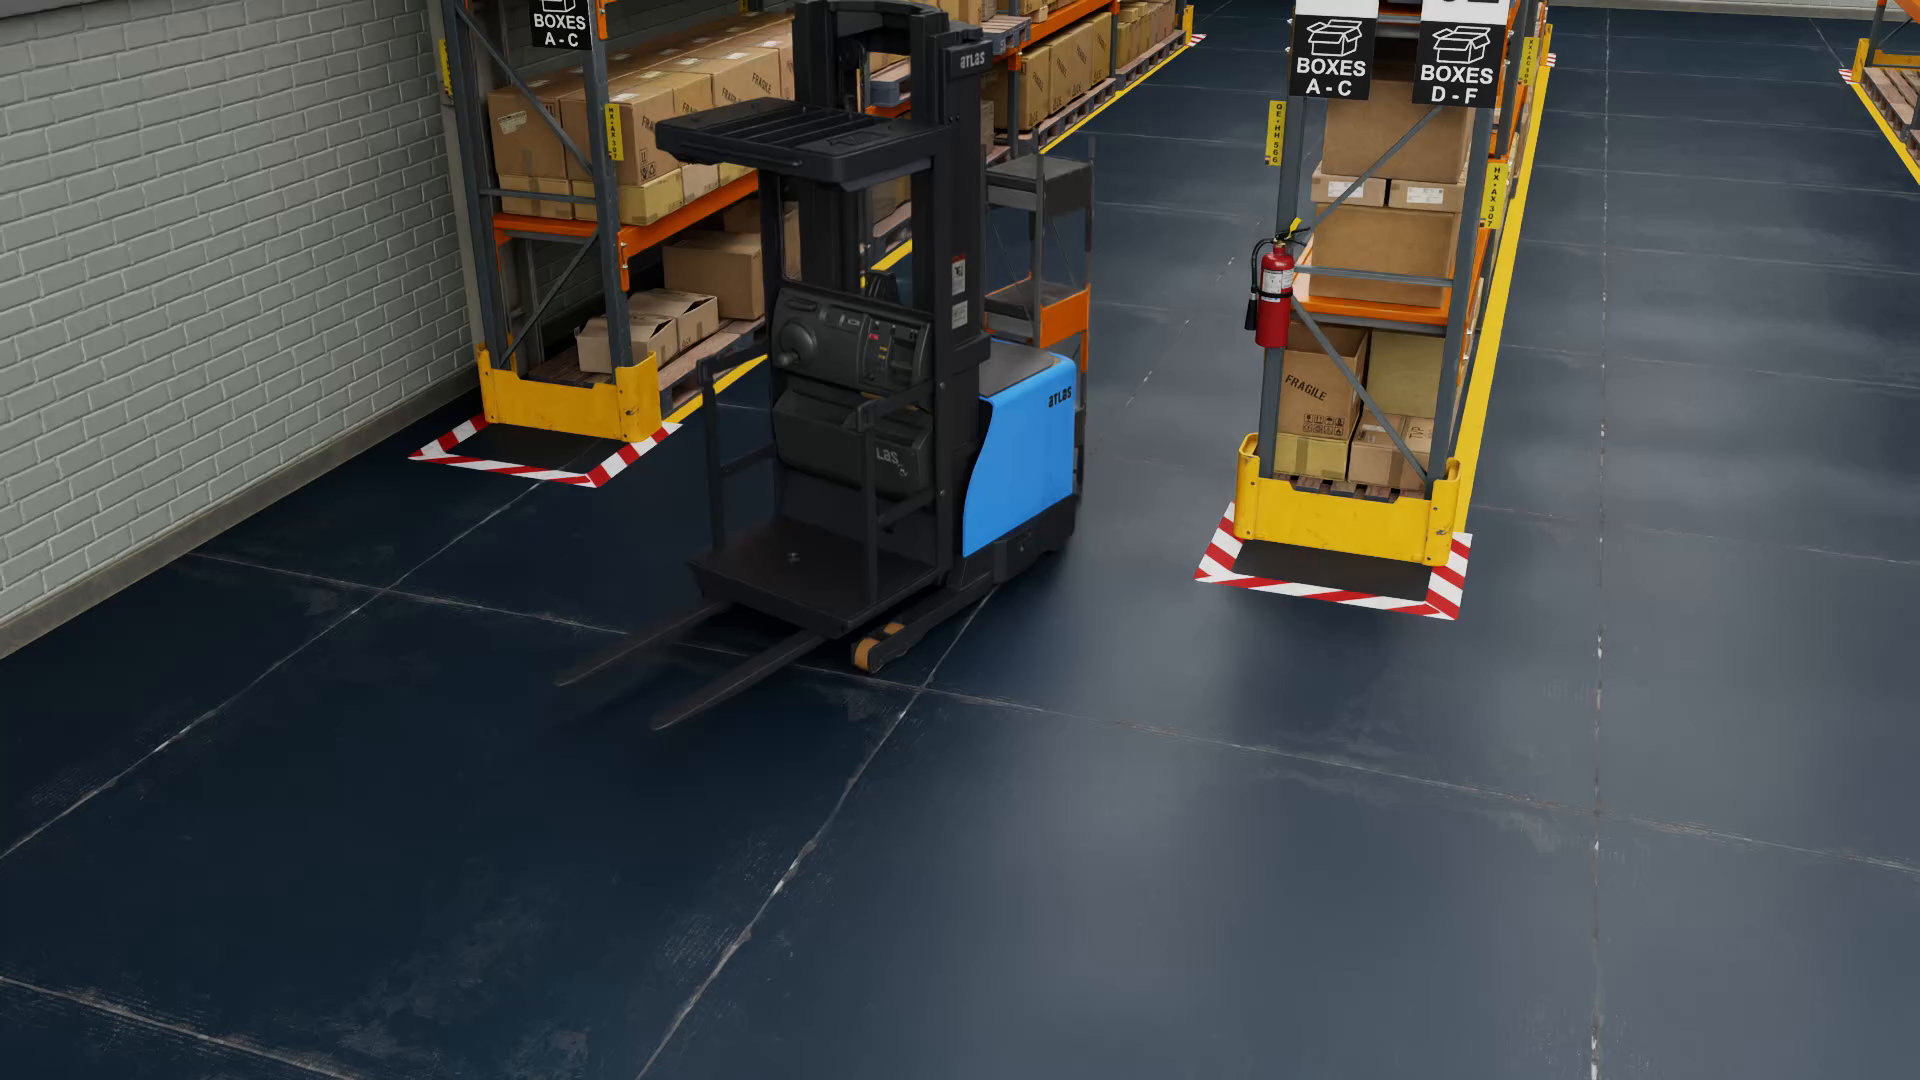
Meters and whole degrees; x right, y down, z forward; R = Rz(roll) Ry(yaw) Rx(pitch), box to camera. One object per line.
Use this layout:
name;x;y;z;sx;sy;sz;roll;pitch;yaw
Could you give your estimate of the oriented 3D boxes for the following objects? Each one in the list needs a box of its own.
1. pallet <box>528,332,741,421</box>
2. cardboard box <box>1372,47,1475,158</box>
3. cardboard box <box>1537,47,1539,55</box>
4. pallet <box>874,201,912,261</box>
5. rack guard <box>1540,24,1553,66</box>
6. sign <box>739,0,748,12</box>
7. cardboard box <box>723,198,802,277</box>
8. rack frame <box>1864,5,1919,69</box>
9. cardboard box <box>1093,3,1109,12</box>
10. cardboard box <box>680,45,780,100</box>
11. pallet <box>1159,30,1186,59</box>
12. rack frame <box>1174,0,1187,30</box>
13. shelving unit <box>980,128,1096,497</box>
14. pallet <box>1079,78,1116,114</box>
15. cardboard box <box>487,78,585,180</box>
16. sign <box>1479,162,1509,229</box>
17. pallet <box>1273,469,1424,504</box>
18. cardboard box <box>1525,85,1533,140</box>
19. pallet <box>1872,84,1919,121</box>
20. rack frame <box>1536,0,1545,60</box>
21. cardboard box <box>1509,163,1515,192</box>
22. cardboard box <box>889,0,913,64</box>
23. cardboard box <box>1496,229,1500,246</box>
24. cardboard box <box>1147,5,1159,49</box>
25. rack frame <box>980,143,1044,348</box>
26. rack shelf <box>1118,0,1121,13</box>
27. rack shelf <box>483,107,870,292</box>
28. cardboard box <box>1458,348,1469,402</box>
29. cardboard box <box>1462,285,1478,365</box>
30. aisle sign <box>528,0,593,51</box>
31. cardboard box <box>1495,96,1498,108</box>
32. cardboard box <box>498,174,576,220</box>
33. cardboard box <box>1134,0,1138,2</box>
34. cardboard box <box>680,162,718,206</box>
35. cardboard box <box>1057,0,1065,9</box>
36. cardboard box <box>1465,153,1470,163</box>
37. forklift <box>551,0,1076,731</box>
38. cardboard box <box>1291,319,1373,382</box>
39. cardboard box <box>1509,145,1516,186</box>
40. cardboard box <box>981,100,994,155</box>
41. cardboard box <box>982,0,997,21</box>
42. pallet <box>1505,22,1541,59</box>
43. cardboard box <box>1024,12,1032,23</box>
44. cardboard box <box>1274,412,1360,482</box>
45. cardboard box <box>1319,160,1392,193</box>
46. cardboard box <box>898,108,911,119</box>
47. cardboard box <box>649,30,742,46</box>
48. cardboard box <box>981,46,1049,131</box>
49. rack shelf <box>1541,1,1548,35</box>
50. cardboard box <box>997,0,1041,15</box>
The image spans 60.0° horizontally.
pallet;-2.215;-1.186;11.458;1.003;0.211;1.213;9;27;17
cardboard box;2.483;-2.422;9.207;0.700;0.500;0.500;8;27;16
cardboard box;7.160;-6.255;21.377;0.500;0.250;0.500;9;27;17
pallet;-0.956;-2.790;14.770;1.003;0.211;1.213;9;27;17
rack guard;7.427;-6.783;22.686;1.175;0.500;0.348;9;27;17
sign;-1.738;-4.325;13.412;0.100;0.325;0.005;9;27;17
cardboard box;-1.521;-2.366;13.058;0.500;0.500;0.500;7;27;14
rack frame;12.122;-7.220;20.719;1.000;3.000;0.127;9;27;17
cardboard box;1.819;-6.955;21.816;0.380;0.149;0.250;8;27;16
cardboard box;-1.590;-3.140;11.581;0.500;0.500;0.500;10;27;19
pallet;2.588;-7.061;23.592;1.003;0.211;1.213;9;27;17
rack frame;2.780;-8.656;23.687;1.000;3.000;0.127;9;27;17
shelving unit;0.413;-1.169;9.255;0.431;2.100;0.503;18;31;33
pallet;1.263;-5.430;20.222;1.003;0.211;1.213;9;27;17
cardboard box;-2.588;-2.585;10.435;0.500;0.500;0.500;8;27;17
sign;2.650;-1.707;8.249;0.100;0.325;0.005;9;27;17
pallet;2.343;-0.430;9.895;1.003;0.211;1.213;9;27;17
cardboard box;5.721;-4.507;17.480;0.500;0.500;0.500;8;27;16
pallet;11.404;-5.132;19.607;1.003;0.211;1.213;9;27;17
rack frame;6.122;-6.296;18.811;1.000;3.000;0.127;9;27;17
cardboard box;4.845;-3.352;15.404;0.500;0.250;0.500;9;27;19
cardboard box;-0.819;-4.401;14.278;0.700;0.500;0.500;12;28;23
cardboard box;4.003;-2.551;13.106;0.500;0.311;0.500;8;27;17
cardboard box;2.308;-7.006;22.664;0.700;0.500;0.500;8;27;16
rack frame;0.267;-1.084;9.079;0.400;2.100;0.015;18;31;33
rack shelf;2.114;-7.511;22.146;1.077;0.370;4.000;9;27;17
rack shelf;-1.879;-2.579;11.961;1.077;0.370;4.000;9;27;17
cardboard box;3.017;-1.120;10.795;0.500;0.250;0.500;9;27;17
cardboard box;3.018;-1.458;10.631;0.500;0.500;0.500;9;27;17
aisle sign;-2.285;-3.178;9.389;0.394;0.787;0.004;9;27;17
cardboard box;3.402;-2.993;11.131;0.380;0.149;0.250;8;27;16
cardboard box;-2.572;-2.243;10.590;0.500;0.250;0.500;9;27;18
cardboard box;2.243;-7.479;22.898;0.380;0.149;0.250;9;27;18
cardboard box;-1.923;-2.393;10.899;0.500;0.250;0.500;8;27;16
cardboard box;0.946;-5.998;18.462;0.380;0.149;0.250;9;27;18
cardboard box;2.632;-2.043;9.168;0.380;0.149;0.250;9;27;18
forklift;-0.655;-0.926;7.798;1.130;2.935;3.031;18;31;33
cardboard box;2.345;-1.330;10.368;0.500;0.500;0.500;9;27;17
cardboard box;4.682;-3.390;14.840;0.500;0.311;0.500;8;27;17
cardboard box;-0.073;-4.138;16.719;0.700;0.500;0.500;9;27;18
cardboard box;-0.029;-5.417;16.377;0.700;0.500;0.500;6;26;11
pallet;4.950;-4.854;16.054;1.213;0.211;1.003;9;27;17
cardboard box;0.538;-5.469;17.368;0.380;0.149;0.250;9;27;18
cardboard box;2.028;-0.579;9.677;0.500;0.250;0.500;9;27;17
cardboard box;2.162;-1.994;9.067;0.380;0.149;0.250;9;27;19
cardboard box;-0.671;-3.836;15.234;0.500;0.250;0.500;8;27;16
cardboard box;-1.913;-3.425;12.171;0.500;0.500;0.500;10;27;19
cardboard box;0.486;-4.873;17.858;0.750;0.750;0.750;8;27;17
rack shelf;6.787;-6.794;20.665;1.077;0.370;4.000;9;27;17
cardboard box;0.521;-5.719;17.141;0.500;0.500;0.500;10;27;19
